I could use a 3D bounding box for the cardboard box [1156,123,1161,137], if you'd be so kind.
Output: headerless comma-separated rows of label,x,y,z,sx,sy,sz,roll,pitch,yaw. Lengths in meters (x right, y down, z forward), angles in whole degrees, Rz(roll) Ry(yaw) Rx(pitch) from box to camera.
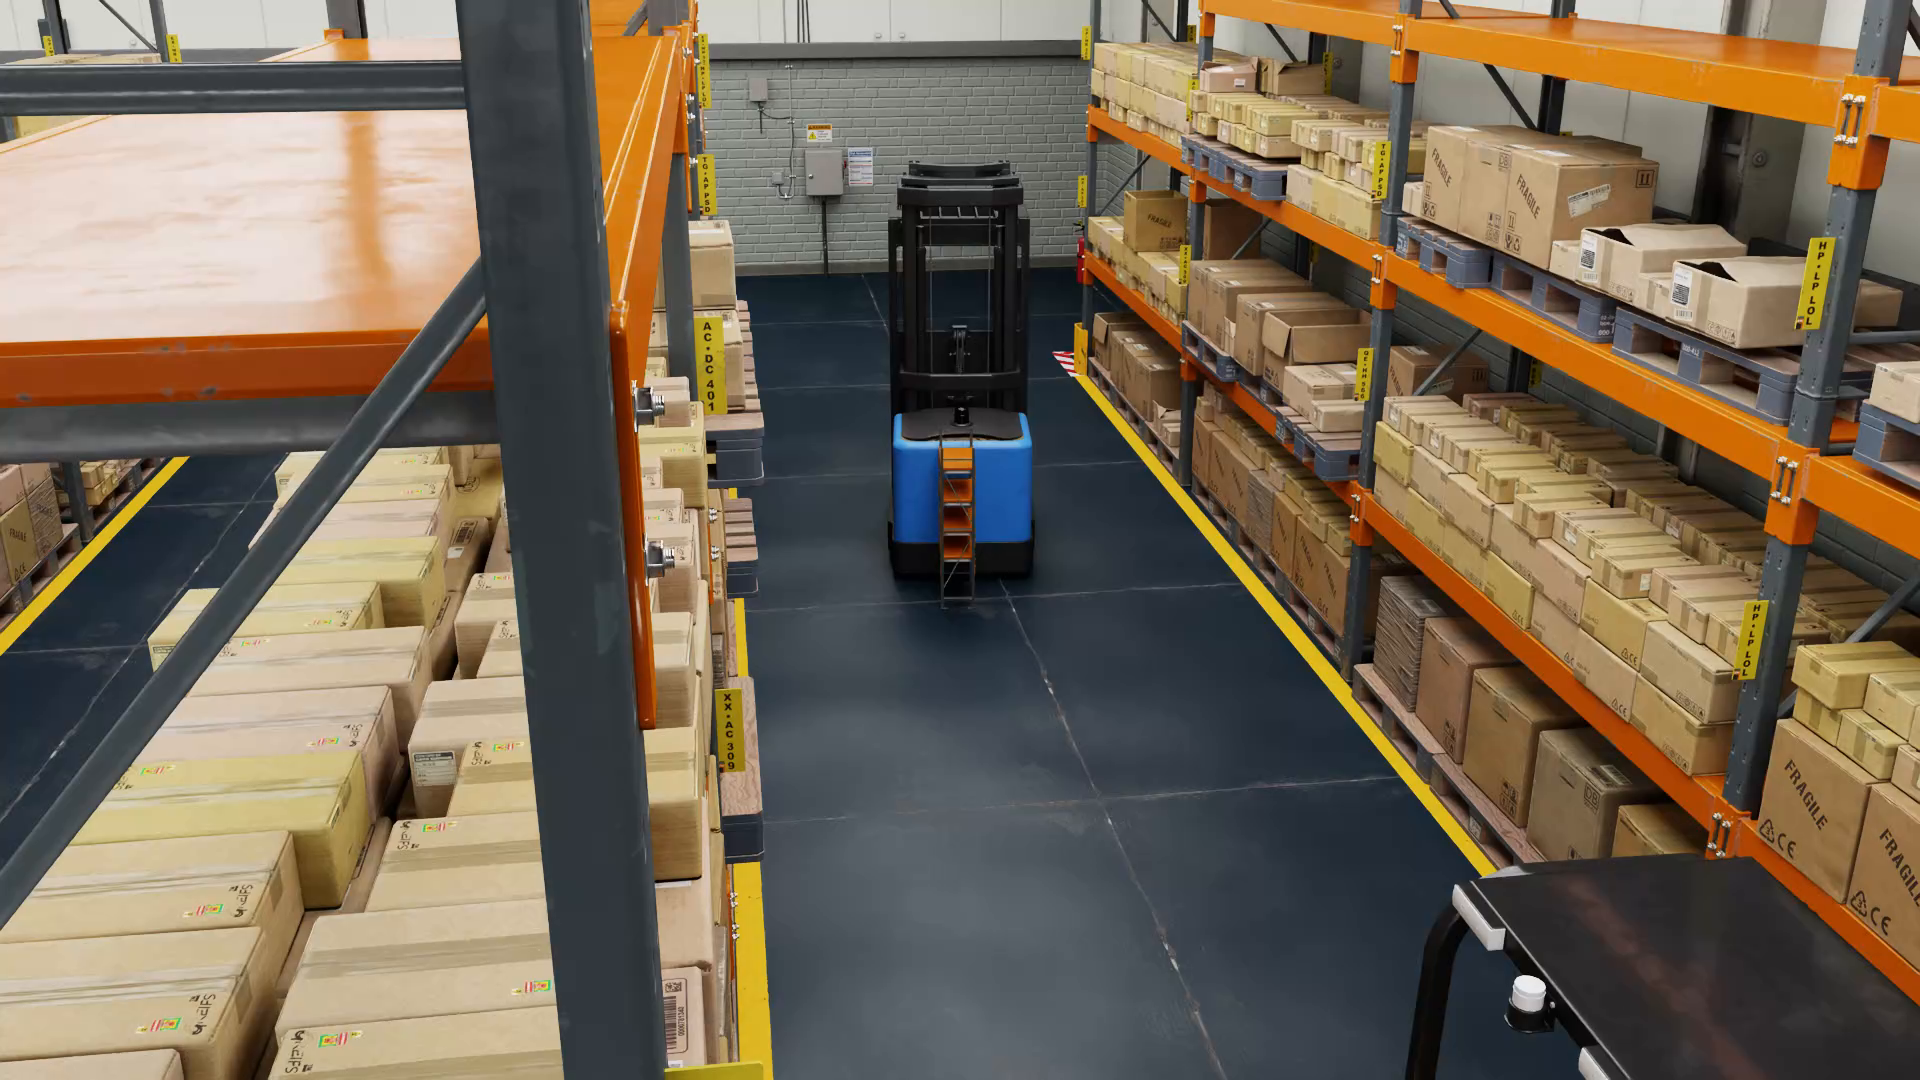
cardboard box,1.960,-3.665,14.814,0.380,0.149,0.250,-2,21,-6

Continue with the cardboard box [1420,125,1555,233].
cardboard box,2.846,-1.958,8.998,0.500,0.500,0.500,-3,21,-7

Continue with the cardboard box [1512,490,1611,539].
cardboard box,2.962,-0.127,8.199,0.380,0.149,0.250,-3,21,-9

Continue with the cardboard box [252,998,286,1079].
cardboard box,-1.115,0.858,2.133,0.500,0.250,0.500,-3,21,-8

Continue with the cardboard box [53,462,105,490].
cardboard box,-7.124,-0.516,13.361,0.380,0.149,0.250,-2,21,-5

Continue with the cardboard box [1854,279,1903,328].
cardboard box,3.632,-0.975,6.869,0.380,0.149,0.250,-3,21,-8

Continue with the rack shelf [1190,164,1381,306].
rack shelf,2.695,-2.286,11.791,1.077,0.370,4.000,-3,21,-8

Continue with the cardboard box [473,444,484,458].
cardboard box,-1.563,-0.336,4.761,0.380,0.149,0.250,-2,21,-6

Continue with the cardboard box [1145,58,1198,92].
cardboard box,1.949,-4.133,14.781,0.500,0.250,0.500,-3,21,-7

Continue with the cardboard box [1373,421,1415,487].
cardboard box,2.781,-0.522,9.827,0.500,0.250,0.500,-3,21,-8

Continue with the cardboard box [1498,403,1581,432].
cardboard box,3.378,-0.689,9.703,0.380,0.149,0.250,-2,21,-6

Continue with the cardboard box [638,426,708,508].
cardboard box,-0.860,-0.187,4.363,0.380,0.149,0.250,-2,21,-6

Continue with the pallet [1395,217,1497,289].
pallet,3.169,-1.612,9.227,1.213,0.211,1.003,-2,21,-5

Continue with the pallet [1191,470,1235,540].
pallet,2.561,-0.324,13.783,1.003,0.211,1.213,-3,21,-8

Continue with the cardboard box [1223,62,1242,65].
cardboard box,2.527,-3.983,14.382,0.500,0.250,0.500,-3,21,-9

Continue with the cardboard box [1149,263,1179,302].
cardboard box,2.005,-2.316,14.920,0.500,0.250,0.500,-3,21,-8

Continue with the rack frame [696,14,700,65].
rack frame,-3.081,-5.854,16.029,1.000,3.000,0.127,-3,21,-8

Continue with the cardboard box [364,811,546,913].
cardboard box,-0.652,0.526,2.454,0.380,0.149,0.250,-3,21,-8

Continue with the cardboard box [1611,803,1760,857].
cardboard box,3.473,1.595,7.452,0.875,0.625,0.625,-2,21,-5

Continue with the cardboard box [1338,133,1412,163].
cardboard box,2.619,-2.476,10.492,0.380,0.149,0.250,-4,21,-10

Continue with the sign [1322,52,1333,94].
sign,2.955,-3.772,13.438,0.100,0.325,0.005,-3,21,-8

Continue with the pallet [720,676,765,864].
pallet,-1.318,0.929,6.716,1.003,0.211,1.213,-3,21,-8

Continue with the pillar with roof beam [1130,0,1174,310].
pillar with roof beam,-1.927,-6.868,18.742,9.100,9.000,0.400,-3,21,-8

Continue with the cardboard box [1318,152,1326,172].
cardboard box,2.597,-2.513,11.016,0.380,0.149,0.250,-3,21,-7

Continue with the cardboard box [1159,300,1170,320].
cardboard box,1.990,-2.068,14.826,0.380,0.149,0.250,-2,21,-6

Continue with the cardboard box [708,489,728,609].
cardboard box,-1.351,0.029,7.684,0.500,0.500,0.500,-4,21,-10

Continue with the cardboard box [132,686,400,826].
cardboard box,-1.184,0.379,2.848,0.380,0.149,0.250,-3,21,-8

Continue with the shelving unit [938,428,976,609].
shelving unit,-0.022,-0.156,11.920,0.258,1.200,0.503,-1,20,-1

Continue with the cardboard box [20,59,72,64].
cardboard box,-8.158,-4.204,14.829,0.380,0.149,0.250,-3,21,-8

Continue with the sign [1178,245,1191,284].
sign,1.871,-2.286,13.812,0.100,0.325,0.005,-3,21,-8

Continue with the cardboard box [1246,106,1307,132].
cardboard box,2.269,-3.013,11.899,0.380,0.149,0.250,-3,21,-7

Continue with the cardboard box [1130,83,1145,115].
cardboard box,1.876,-4.071,15.332,0.500,0.250,0.500,-3,21,-9

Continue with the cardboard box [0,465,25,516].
cardboard box,-6.970,-0.327,11.706,0.500,0.250,0.500,-2,21,-5

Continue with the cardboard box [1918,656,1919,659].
cardboard box,3.740,0.507,7.072,0.500,0.250,0.500,-3,21,-9

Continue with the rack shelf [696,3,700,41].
rack shelf,-2.793,-4.637,14.370,1.077,0.370,4.000,-3,21,-8

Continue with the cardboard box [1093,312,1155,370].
cardboard box,1.824,-2.106,17.536,0.797,0.503,0.637,-4,21,-10

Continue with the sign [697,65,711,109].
sign,-1.969,-3.484,12.782,0.100,0.325,0.005,-3,21,-8

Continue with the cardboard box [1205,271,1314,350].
cardboard box,2.329,-1.796,12.994,0.700,0.500,0.500,-3,21,-7

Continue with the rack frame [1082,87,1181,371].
rack frame,1.830,-3.295,17.752,1.000,3.000,0.127,-3,21,-8

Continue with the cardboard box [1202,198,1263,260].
cardboard box,2.455,-2.860,15.303,0.500,0.500,0.500,-3,21,-9

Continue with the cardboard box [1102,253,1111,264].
cardboard box,1.688,-2.964,17.225,0.380,0.149,0.250,-2,21,-6

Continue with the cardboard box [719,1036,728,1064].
cardboard box,-0.803,1.601,4.075,0.500,0.500,0.500,-3,21,-9

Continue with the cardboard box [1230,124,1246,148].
cardboard box,2.206,-2.964,12.195,0.380,0.149,0.250,-3,21,-8

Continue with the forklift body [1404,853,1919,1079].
forklift body,2.058,2.077,4.580,2.313,2.155,1.214,-3,21,-8

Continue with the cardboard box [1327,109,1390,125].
cardboard box,2.813,-2.951,11.733,0.380,0.149,0.250,-2,21,-6

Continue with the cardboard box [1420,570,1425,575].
cardboard box,3.200,0.289,11.128,0.500,0.500,0.500,-2,21,-6

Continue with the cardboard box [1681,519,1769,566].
cardboard box,3.631,0.019,7.807,0.380,0.149,0.250,-3,21,-8

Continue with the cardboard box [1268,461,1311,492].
cardboard box,2.498,-0.474,12.243,0.380,0.149,0.250,-4,21,-10

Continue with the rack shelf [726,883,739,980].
rack shelf,-1.063,2.141,4.226,1.077,0.370,4.000,-3,21,-8

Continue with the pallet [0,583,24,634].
pallet,-7.096,0.625,11.241,1.003,0.211,1.213,-3,21,-8

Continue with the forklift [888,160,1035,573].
forklift,-0.016,-1.592,13.289,1.130,2.935,3.031,-1,20,-1
